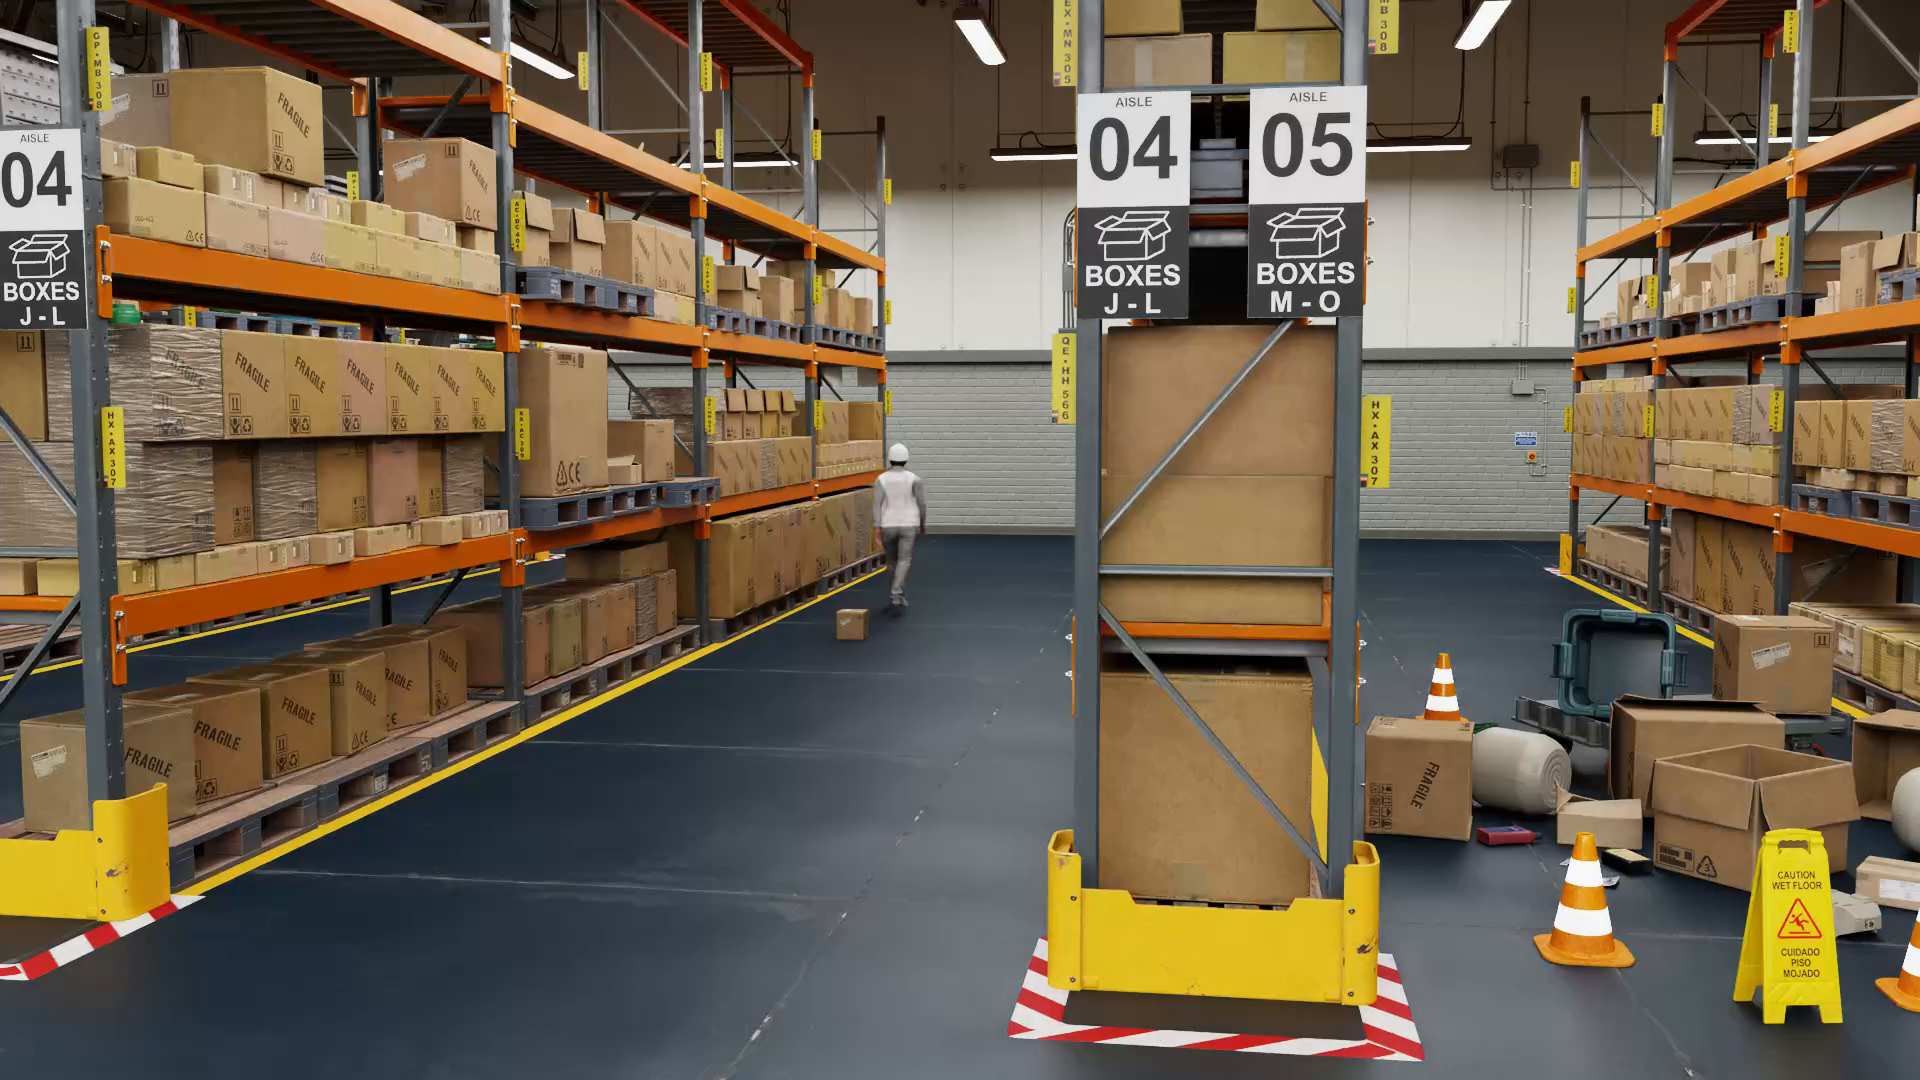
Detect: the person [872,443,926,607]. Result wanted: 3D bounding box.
[{"bbox_3d":[-0.613,-0.150,17.413,0.525,1.725,1.051,1,5,11],"label":"person"}]
